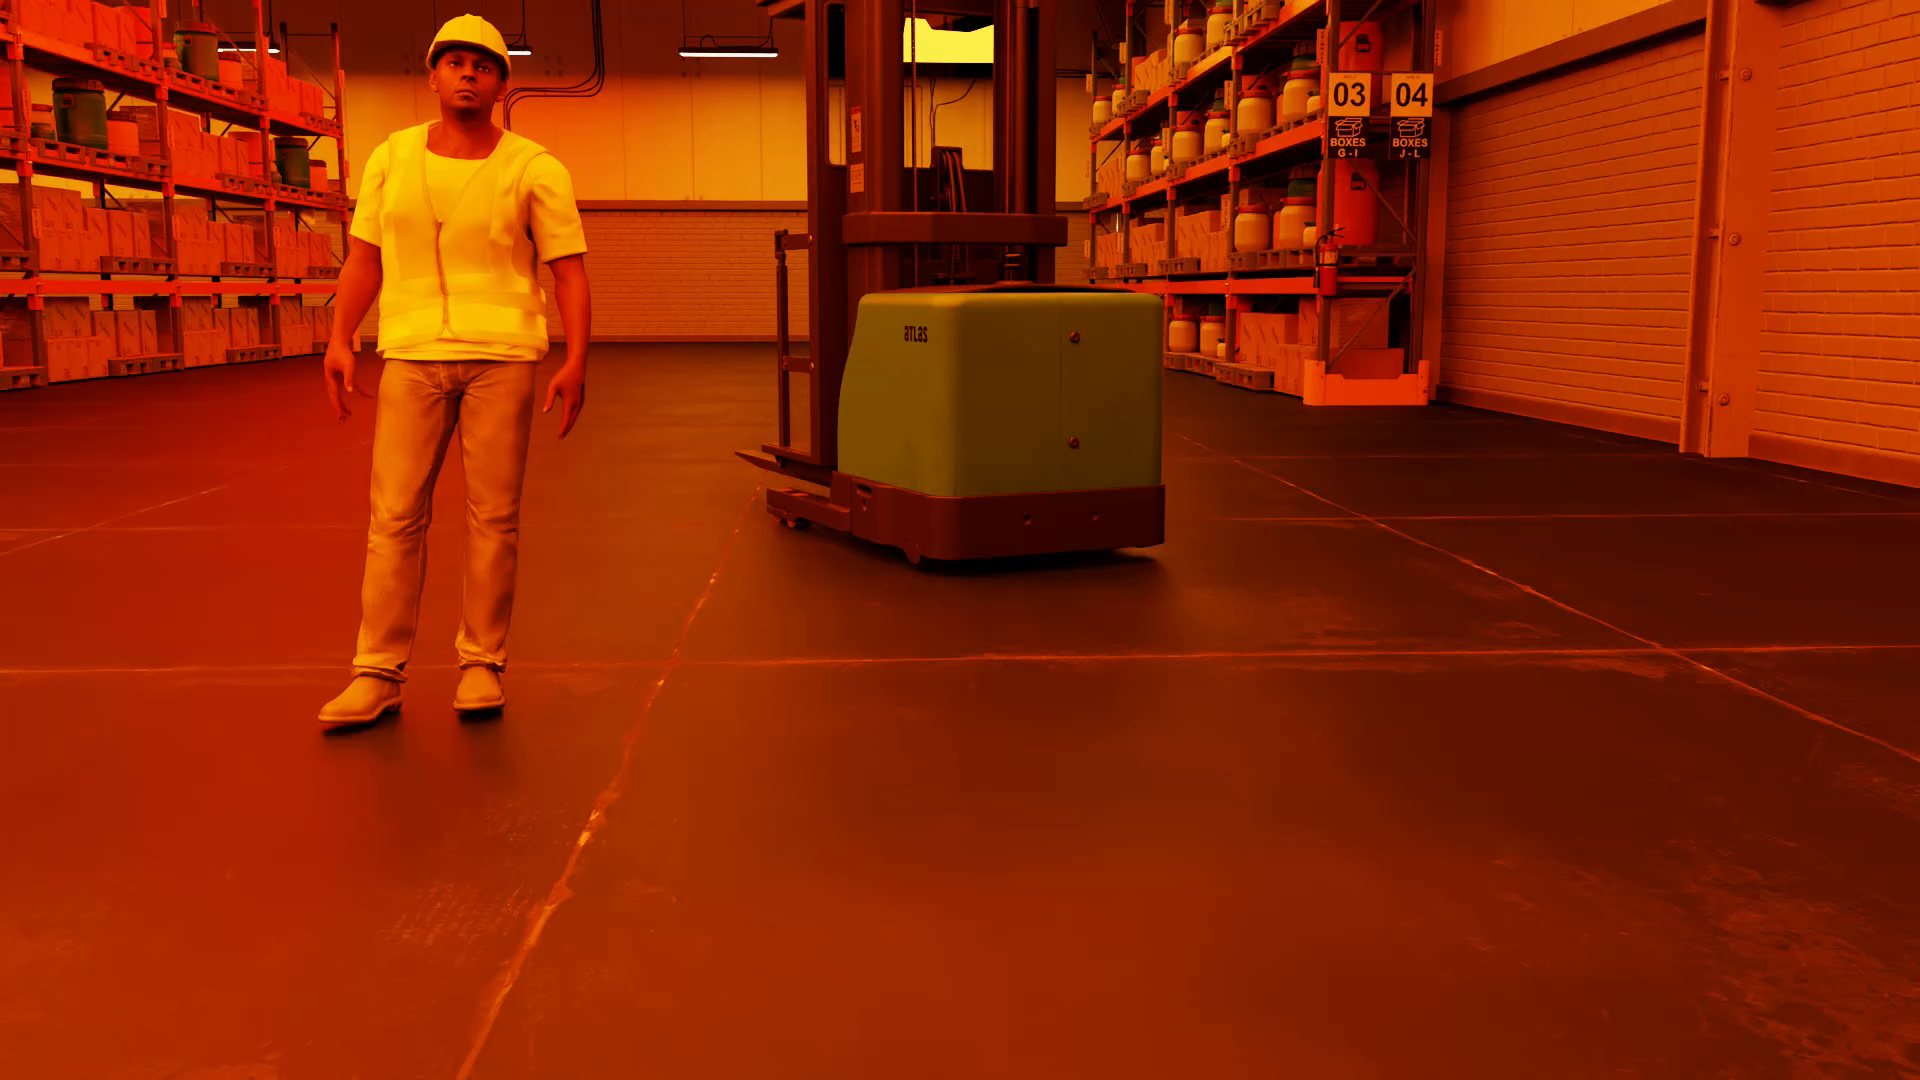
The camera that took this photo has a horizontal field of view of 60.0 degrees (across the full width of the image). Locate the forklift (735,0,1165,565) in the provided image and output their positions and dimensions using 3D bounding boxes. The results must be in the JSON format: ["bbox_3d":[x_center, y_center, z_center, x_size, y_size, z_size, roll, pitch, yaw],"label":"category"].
[{"bbox_3d":[-0.264,-1.530,7.637,1.130,2.935,3.031,-4,9,-25],"label":"forklift"}]

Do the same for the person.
[{"bbox_3d":[-1.289,-0.443,4.232,0.665,1.765,0.577,0,8,-3],"label":"person"}]
